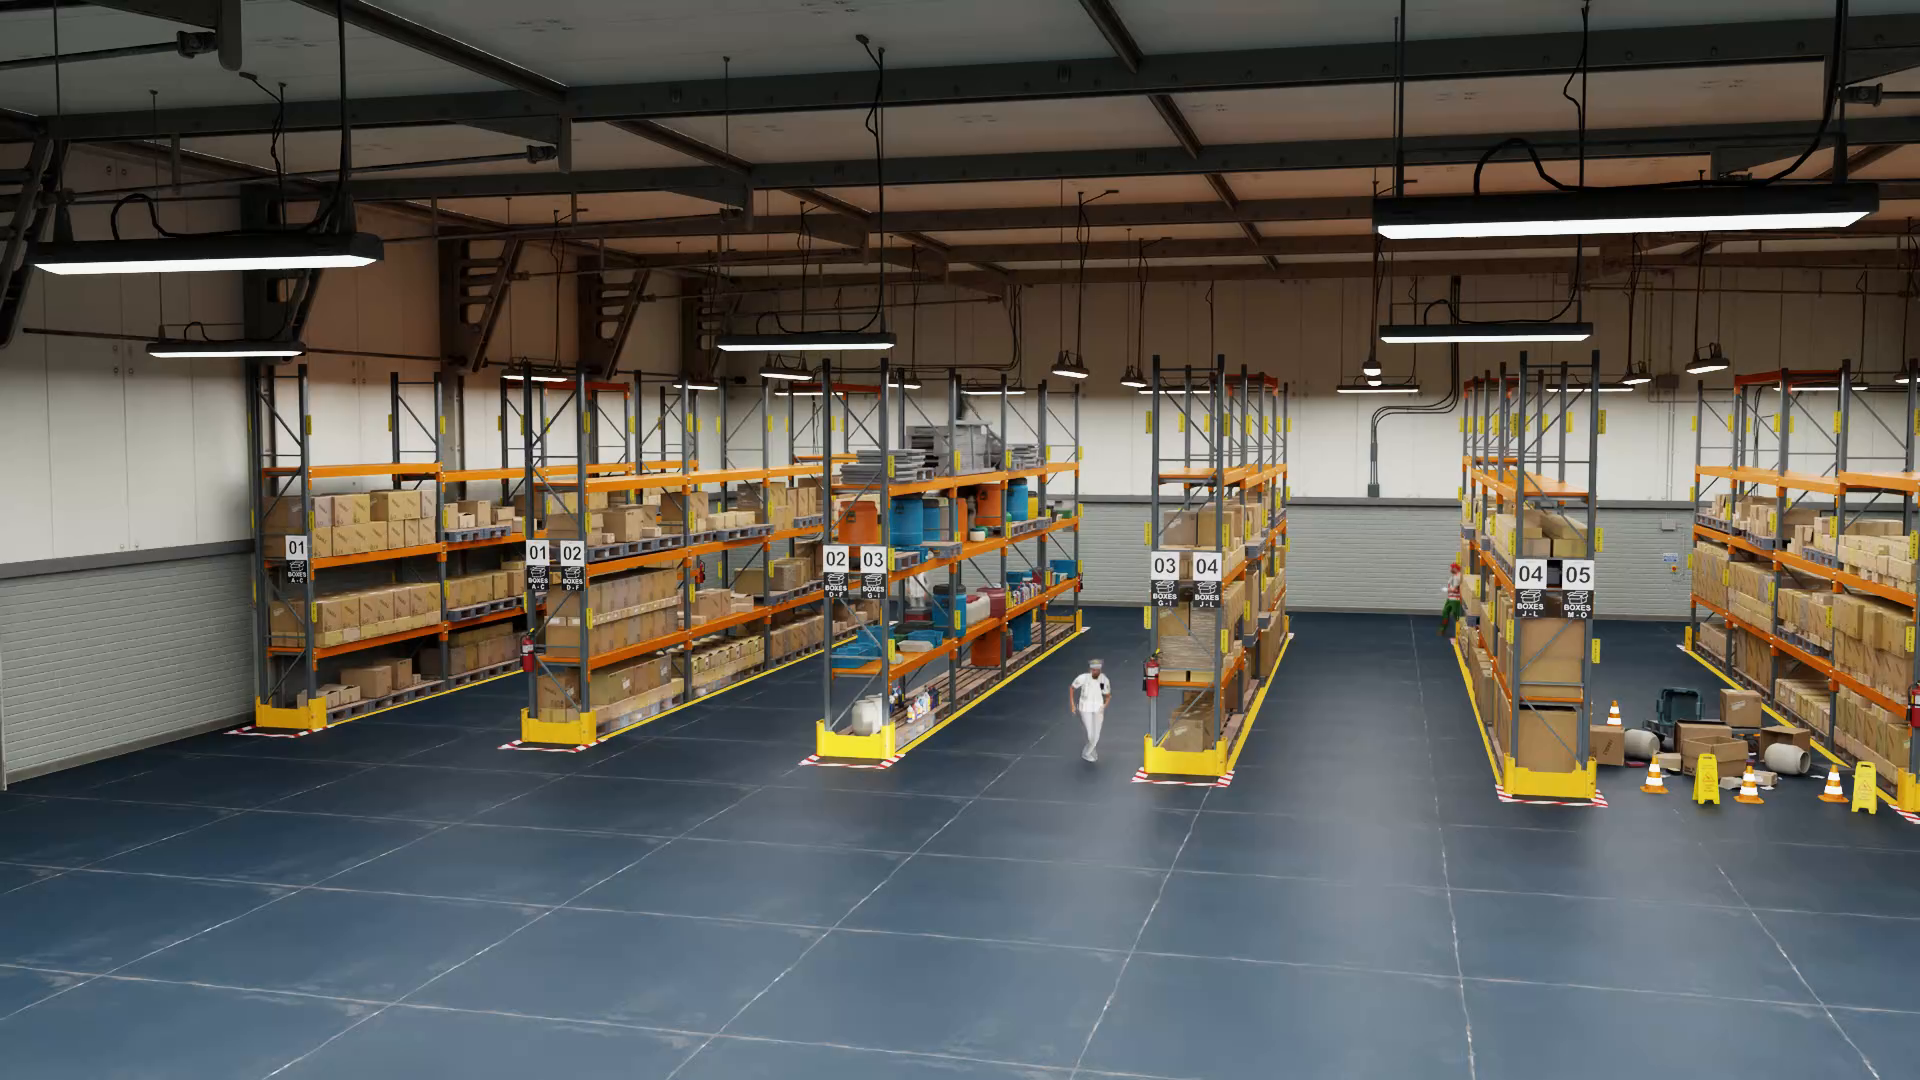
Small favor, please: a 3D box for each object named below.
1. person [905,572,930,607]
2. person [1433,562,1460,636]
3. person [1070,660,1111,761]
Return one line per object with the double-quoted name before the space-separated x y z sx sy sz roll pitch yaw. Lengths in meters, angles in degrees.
"person" -1.060 1.360 40.264 0.665 1.740 0.571 0 4 3
"person" 11.627 1.403 39.198 0.865 1.791 0.674 1 4 13
"person" 1.931 2.516 24.569 0.595 1.566 0.634 0 4 -6
